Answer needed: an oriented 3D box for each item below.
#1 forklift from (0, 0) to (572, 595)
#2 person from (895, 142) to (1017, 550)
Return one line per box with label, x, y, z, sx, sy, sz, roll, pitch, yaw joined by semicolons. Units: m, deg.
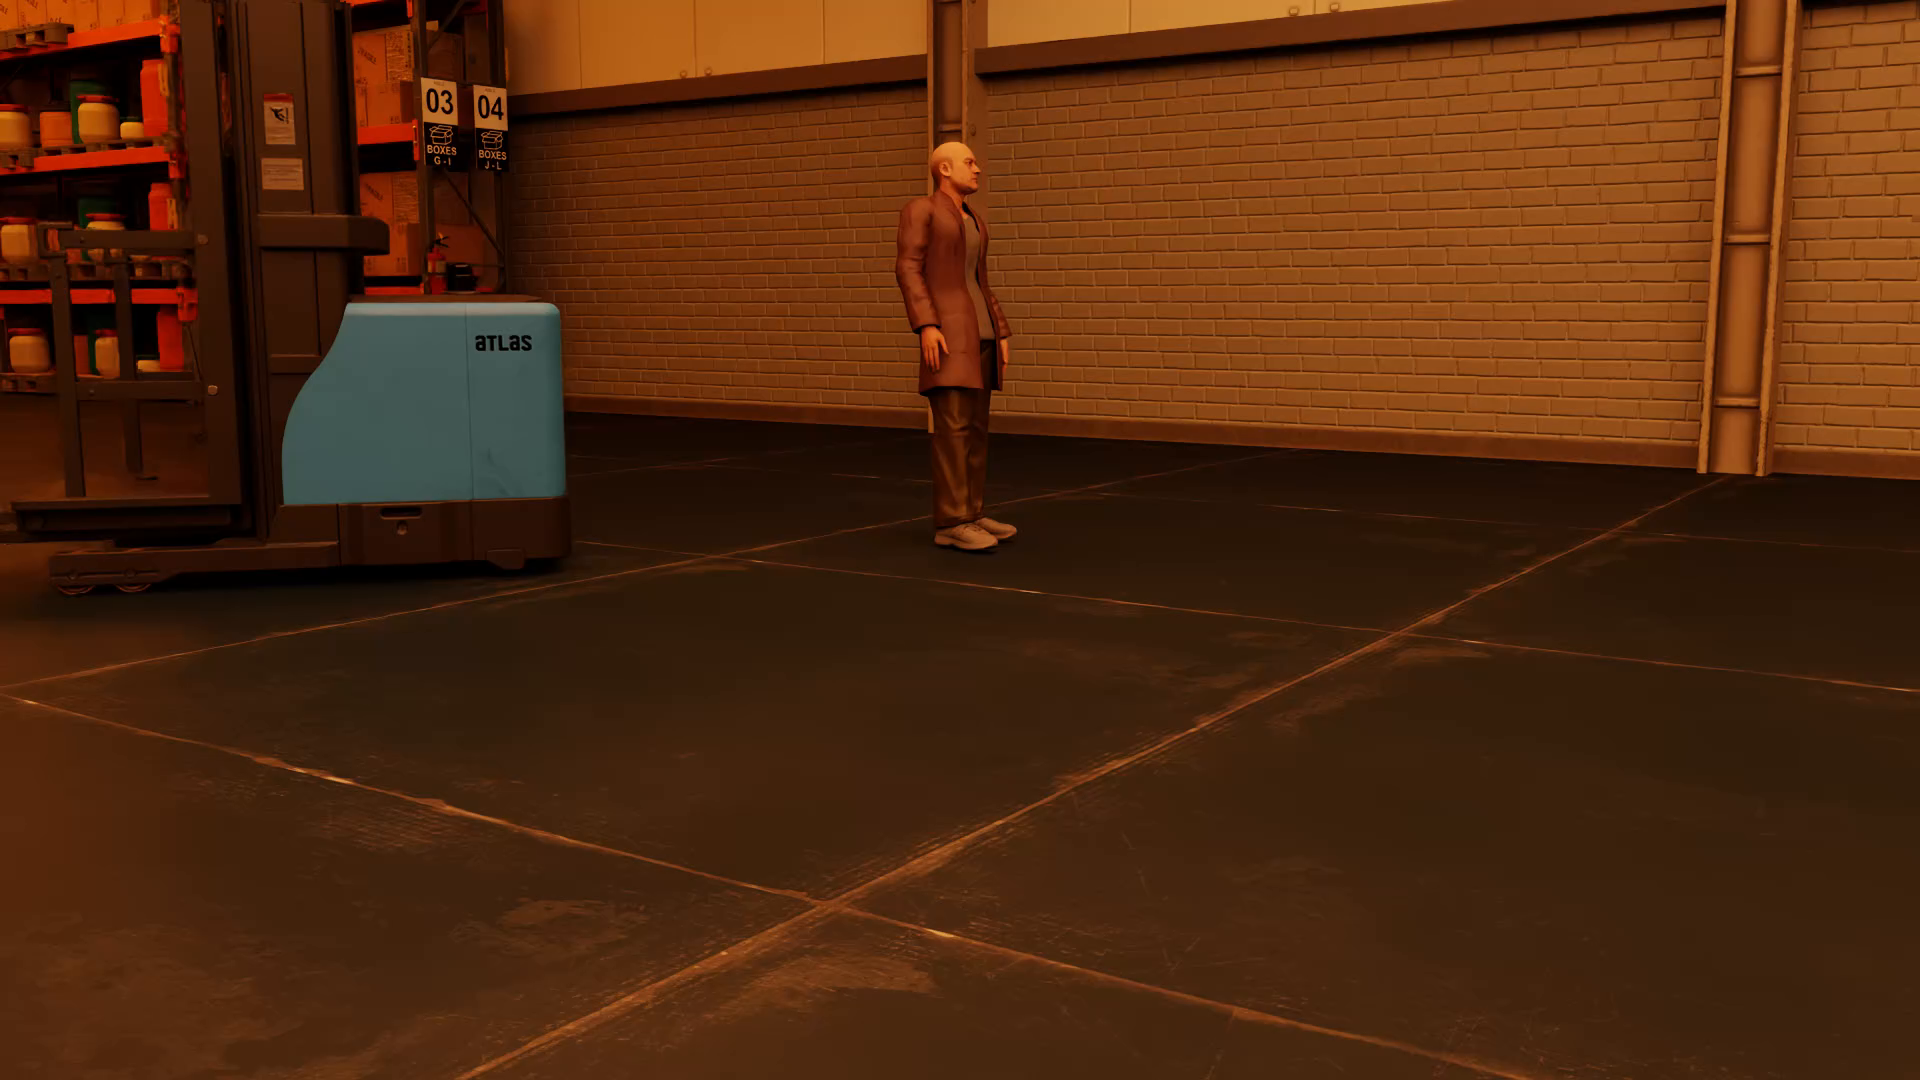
forklift;-3.140;-1.329;6.539;3.031;2.935;1.130;-2;8;-15
person;0.073;-0.880;7.423;0.582;1.776;0.696;5;10;34
